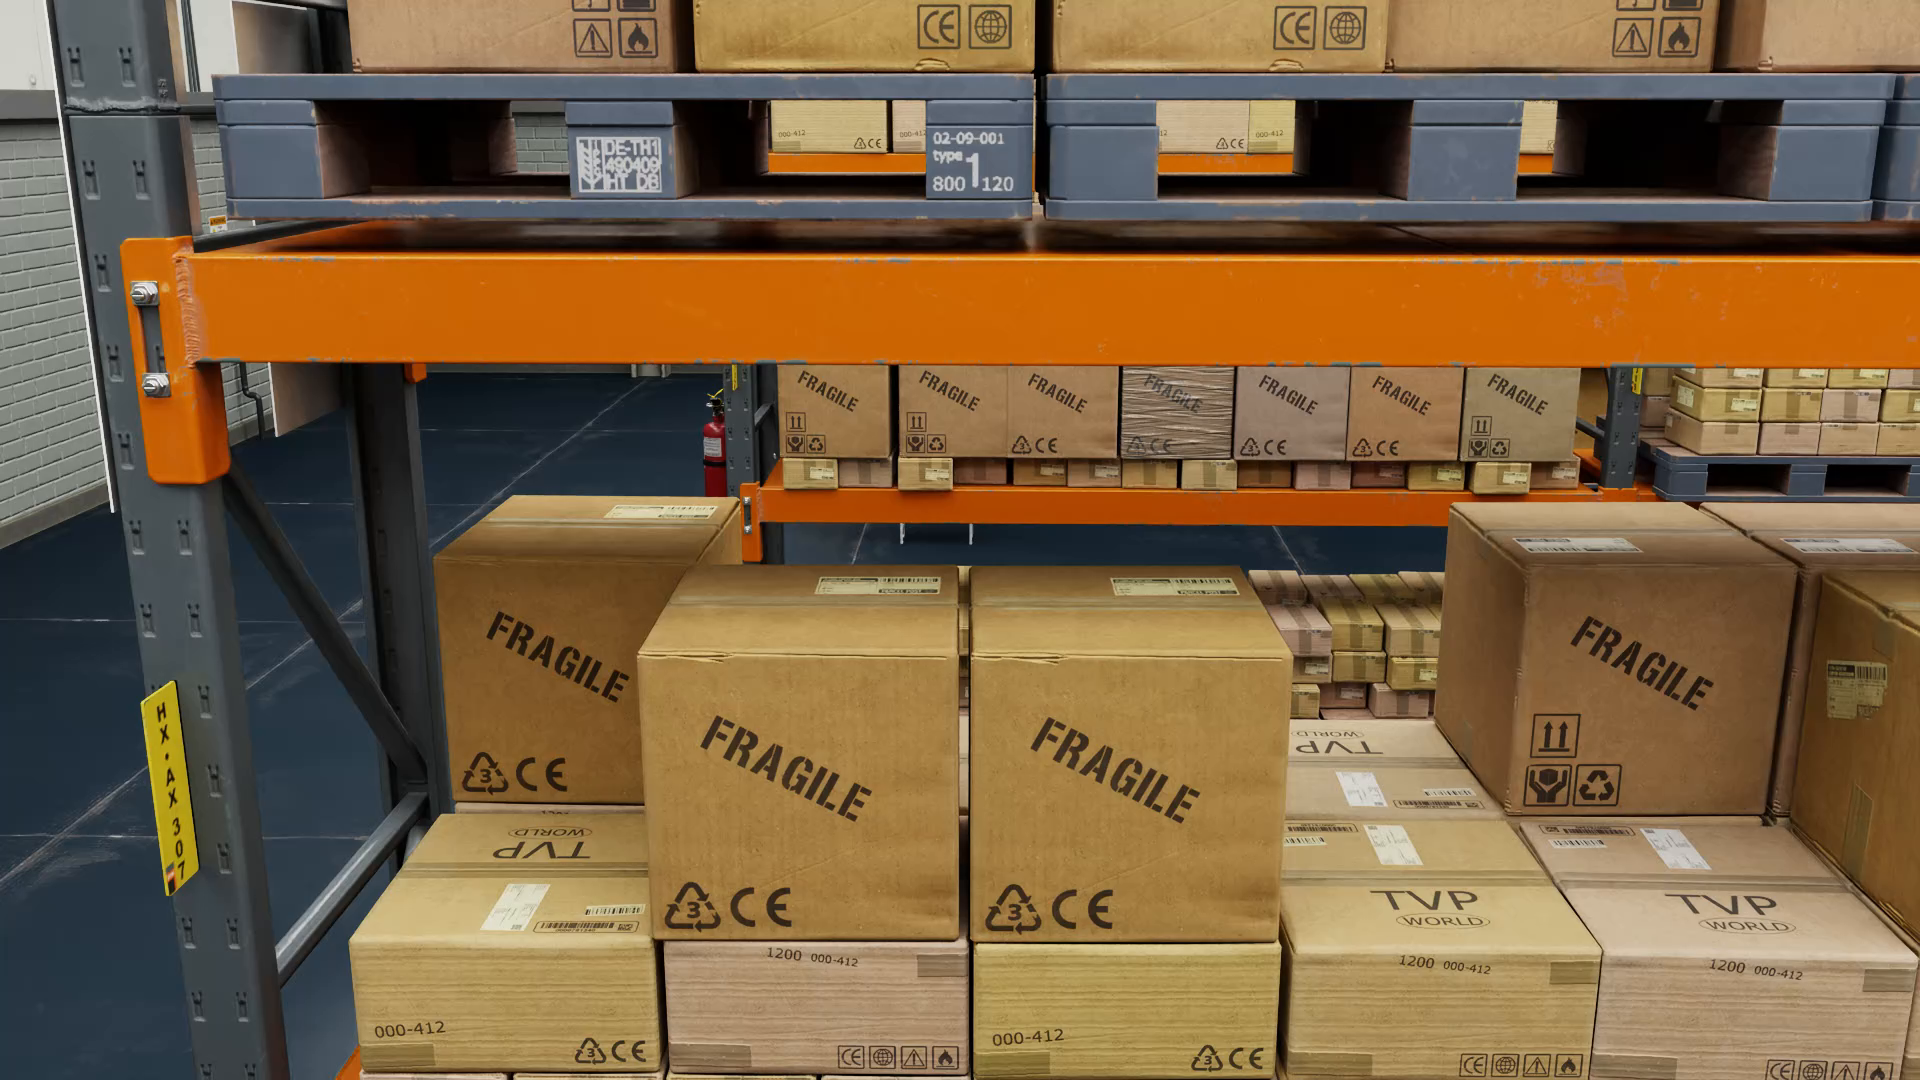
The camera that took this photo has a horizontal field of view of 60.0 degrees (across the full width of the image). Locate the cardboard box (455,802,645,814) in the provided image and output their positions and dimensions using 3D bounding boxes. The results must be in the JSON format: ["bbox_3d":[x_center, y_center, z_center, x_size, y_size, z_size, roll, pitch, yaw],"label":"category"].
[{"bbox_3d":[-0.733,0.572,3.505,0.500,0.250,0.500,0,15,1],"label":"cardboard box"}]

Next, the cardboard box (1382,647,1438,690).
[{"bbox_3d":[2.140,0.584,7.929,0.250,0.149,0.380,0,15,-1],"label":"cardboard box"}]

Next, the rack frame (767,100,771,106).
[{"bbox_3d":[-0.997,-3.458,7.305,0.127,3.000,1.000,0,15,1],"label":"rack frame"}]

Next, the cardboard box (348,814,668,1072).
[{"bbox_3d":[-0.752,0.708,2.987,0.500,0.250,0.500,0,15,0],"label":"cardboard box"}]

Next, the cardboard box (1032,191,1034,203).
[{"bbox_3d":[0.425,-2.593,12.359,0.250,0.149,0.380,1,15,2],"label":"cardboard box"}]

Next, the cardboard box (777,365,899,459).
[{"bbox_3d":[-0.555,-0.676,7.742,0.500,0.500,0.500,1,15,4],"label":"cardboard box"}]

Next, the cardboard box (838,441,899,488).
[{"bbox_3d":[-0.426,-0.359,7.812,0.250,0.149,0.380,1,15,3],"label":"cardboard box"}]

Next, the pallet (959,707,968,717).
[{"bbox_3d":[-0.110,0.806,8.370,1.213,0.211,1.003,0,15,1],"label":"pallet"}]

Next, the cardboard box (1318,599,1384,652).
[{"bbox_3d":[1.877,0.408,8.012,0.250,0.149,0.380,1,15,3],"label":"cardboard box"}]

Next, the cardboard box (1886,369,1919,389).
[{"bbox_3d":[4.169,-0.775,7.402,0.250,0.149,0.380,0,15,1],"label":"cardboard box"}]

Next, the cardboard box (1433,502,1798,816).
[{"bbox_3d":[1.290,0.224,3.353,0.500,0.500,0.500,0,15,0],"label":"cardboard box"}]

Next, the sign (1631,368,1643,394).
[{"bbox_3d":[2.996,-0.811,7.337,0.005,0.325,0.100,0,15,1],"label":"sign"}]

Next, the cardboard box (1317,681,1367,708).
[{"bbox_3d":[1.818,0.688,8.118,0.250,0.149,0.380,0,15,0],"label":"cardboard box"}]

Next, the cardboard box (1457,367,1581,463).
[{"bbox_3d":[2.511,-0.654,7.660,0.500,0.500,0.500,0,15,2],"label":"cardboard box"}]

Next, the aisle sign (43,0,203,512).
[{"bbox_3d":[-1.304,-0.474,2.659,0.004,0.787,0.394,0,15,1],"label":"aisle sign"}]

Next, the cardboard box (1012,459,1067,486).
[{"bbox_3d":[0.375,-0.368,7.849,0.250,0.149,0.380,0,15,1],"label":"cardboard box"}]

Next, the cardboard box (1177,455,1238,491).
[{"bbox_3d":[1.146,-0.343,7.754,0.250,0.149,0.380,1,15,3],"label":"cardboard box"}]

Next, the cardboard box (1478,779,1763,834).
[{"bbox_3d":[1.296,0.586,3.451,0.500,0.250,0.500,1,15,3],"label":"cardboard box"}]

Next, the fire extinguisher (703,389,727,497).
[{"bbox_3d":[-1.237,-0.459,8.580,0.183,0.674,0.296,0,15,1],"label":"fire extinguisher"}]

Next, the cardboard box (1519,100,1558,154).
[{"bbox_3d":[2.504,-1.843,7.359,0.500,0.250,0.500,1,15,3],"label":"cardboard box"}]

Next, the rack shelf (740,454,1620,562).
[{"bbox_3d":[1.003,-0.196,8.113,4.000,0.370,1.077,0,15,1],"label":"rack shelf"}]

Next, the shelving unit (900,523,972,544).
[{"bbox_3d":[-0.165,-0.581,11.691,0.503,1.200,0.258,0,15,1],"label":"shelving unit"}]

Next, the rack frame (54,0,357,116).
[{"bbox_3d":[-1.225,-2.193,2.514,0.127,3.000,1.000,0,15,1],"label":"rack frame"}]

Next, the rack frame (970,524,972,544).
[{"bbox_3d":[0.078,-0.580,11.685,0.015,1.200,0.240,0,15,1],"label":"rack frame"}]

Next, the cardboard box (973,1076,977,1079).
[{"bbox_3d":[0.149,0.922,2.960,0.250,0.149,0.380,0,15,0],"label":"cardboard box"}]

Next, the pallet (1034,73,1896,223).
[{"bbox_3d":[0.740,-0.691,2.872,1.213,0.211,1.003,0,15,1],"label":"pallet"}]

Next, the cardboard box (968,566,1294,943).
[{"bbox_3d":[0.266,0.351,2.872,0.500,0.500,0.500,0,15,0],"label":"cardboard box"}]

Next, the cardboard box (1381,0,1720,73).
[{"bbox_3d":[0.934,-1.051,2.847,0.500,0.500,0.700,1,15,4],"label":"cardboard box"}]

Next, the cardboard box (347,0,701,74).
[{"bbox_3d":[-0.703,-1.053,2.856,0.500,0.500,0.700,-1,15,-2],"label":"cardboard box"}]

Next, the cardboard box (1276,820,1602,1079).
[{"bbox_3d":[0.792,0.716,2.957,0.500,0.250,0.500,0,15,0],"label":"cardboard box"}]

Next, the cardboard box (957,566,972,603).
[{"bbox_3d":[0.051,0.255,8.591,0.250,0.149,0.380,0,15,0],"label":"cardboard box"}]

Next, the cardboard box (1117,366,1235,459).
[{"bbox_3d":[0.980,-0.670,7.722,0.500,0.500,0.500,0,15,0],"label":"cardboard box"}]

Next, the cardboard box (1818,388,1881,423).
[{"bbox_3d":[3.901,-0.634,7.448,0.250,0.149,0.380,1,15,3],"label":"cardboard box"}]

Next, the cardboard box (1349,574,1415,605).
[{"bbox_3d":[2.135,0.296,8.438,0.250,0.149,0.380,0,15,1],"label":"cardboard box"}]

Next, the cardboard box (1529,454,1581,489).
[{"bbox_3d":[2.710,-0.352,7.785,0.250,0.149,0.380,0,15,1],"label":"cardboard box"}]

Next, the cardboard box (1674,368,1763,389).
[{"bbox_3d":[3.384,-0.780,7.420,0.250,0.149,0.380,1,15,4],"label":"cardboard box"}]

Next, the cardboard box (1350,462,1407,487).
[{"bbox_3d":[1.929,-0.362,7.823,0.250,0.149,0.380,0,15,0],"label":"cardboard box"}]

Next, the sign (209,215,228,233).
[{"bbox_3d":[-6.618,-2.772,14.848,0.001,0.242,0.339,0,15,1],"label":"sign"}]

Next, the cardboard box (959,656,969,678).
[{"bbox_3d":[0.040,0.539,8.100,0.250,0.149,0.380,1,15,2],"label":"cardboard box"}]

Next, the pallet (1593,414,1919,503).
[{"bbox_3d":[3.762,-0.396,7.837,1.213,0.211,1.003,0,15,1],"label":"pallet"}]

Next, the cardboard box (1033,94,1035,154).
[{"bbox_3d":[0.487,-1.862,7.432,0.500,0.250,0.500,0,15,0],"label":"cardboard box"}]

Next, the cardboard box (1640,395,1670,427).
[{"bbox_3d":[3.404,-0.660,8.132,0.250,0.149,0.380,0,15,0],"label":"cardboard box"}]

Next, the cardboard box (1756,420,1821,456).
[{"bbox_3d":[3.661,-0.492,7.495,0.250,0.149,0.380,1,15,2],"label":"cardboard box"}]

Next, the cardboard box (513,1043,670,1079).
[{"bbox_3d":[-0.622,0.917,2.978,0.250,0.149,0.380,0,15,1],"label":"cardboard box"}]
